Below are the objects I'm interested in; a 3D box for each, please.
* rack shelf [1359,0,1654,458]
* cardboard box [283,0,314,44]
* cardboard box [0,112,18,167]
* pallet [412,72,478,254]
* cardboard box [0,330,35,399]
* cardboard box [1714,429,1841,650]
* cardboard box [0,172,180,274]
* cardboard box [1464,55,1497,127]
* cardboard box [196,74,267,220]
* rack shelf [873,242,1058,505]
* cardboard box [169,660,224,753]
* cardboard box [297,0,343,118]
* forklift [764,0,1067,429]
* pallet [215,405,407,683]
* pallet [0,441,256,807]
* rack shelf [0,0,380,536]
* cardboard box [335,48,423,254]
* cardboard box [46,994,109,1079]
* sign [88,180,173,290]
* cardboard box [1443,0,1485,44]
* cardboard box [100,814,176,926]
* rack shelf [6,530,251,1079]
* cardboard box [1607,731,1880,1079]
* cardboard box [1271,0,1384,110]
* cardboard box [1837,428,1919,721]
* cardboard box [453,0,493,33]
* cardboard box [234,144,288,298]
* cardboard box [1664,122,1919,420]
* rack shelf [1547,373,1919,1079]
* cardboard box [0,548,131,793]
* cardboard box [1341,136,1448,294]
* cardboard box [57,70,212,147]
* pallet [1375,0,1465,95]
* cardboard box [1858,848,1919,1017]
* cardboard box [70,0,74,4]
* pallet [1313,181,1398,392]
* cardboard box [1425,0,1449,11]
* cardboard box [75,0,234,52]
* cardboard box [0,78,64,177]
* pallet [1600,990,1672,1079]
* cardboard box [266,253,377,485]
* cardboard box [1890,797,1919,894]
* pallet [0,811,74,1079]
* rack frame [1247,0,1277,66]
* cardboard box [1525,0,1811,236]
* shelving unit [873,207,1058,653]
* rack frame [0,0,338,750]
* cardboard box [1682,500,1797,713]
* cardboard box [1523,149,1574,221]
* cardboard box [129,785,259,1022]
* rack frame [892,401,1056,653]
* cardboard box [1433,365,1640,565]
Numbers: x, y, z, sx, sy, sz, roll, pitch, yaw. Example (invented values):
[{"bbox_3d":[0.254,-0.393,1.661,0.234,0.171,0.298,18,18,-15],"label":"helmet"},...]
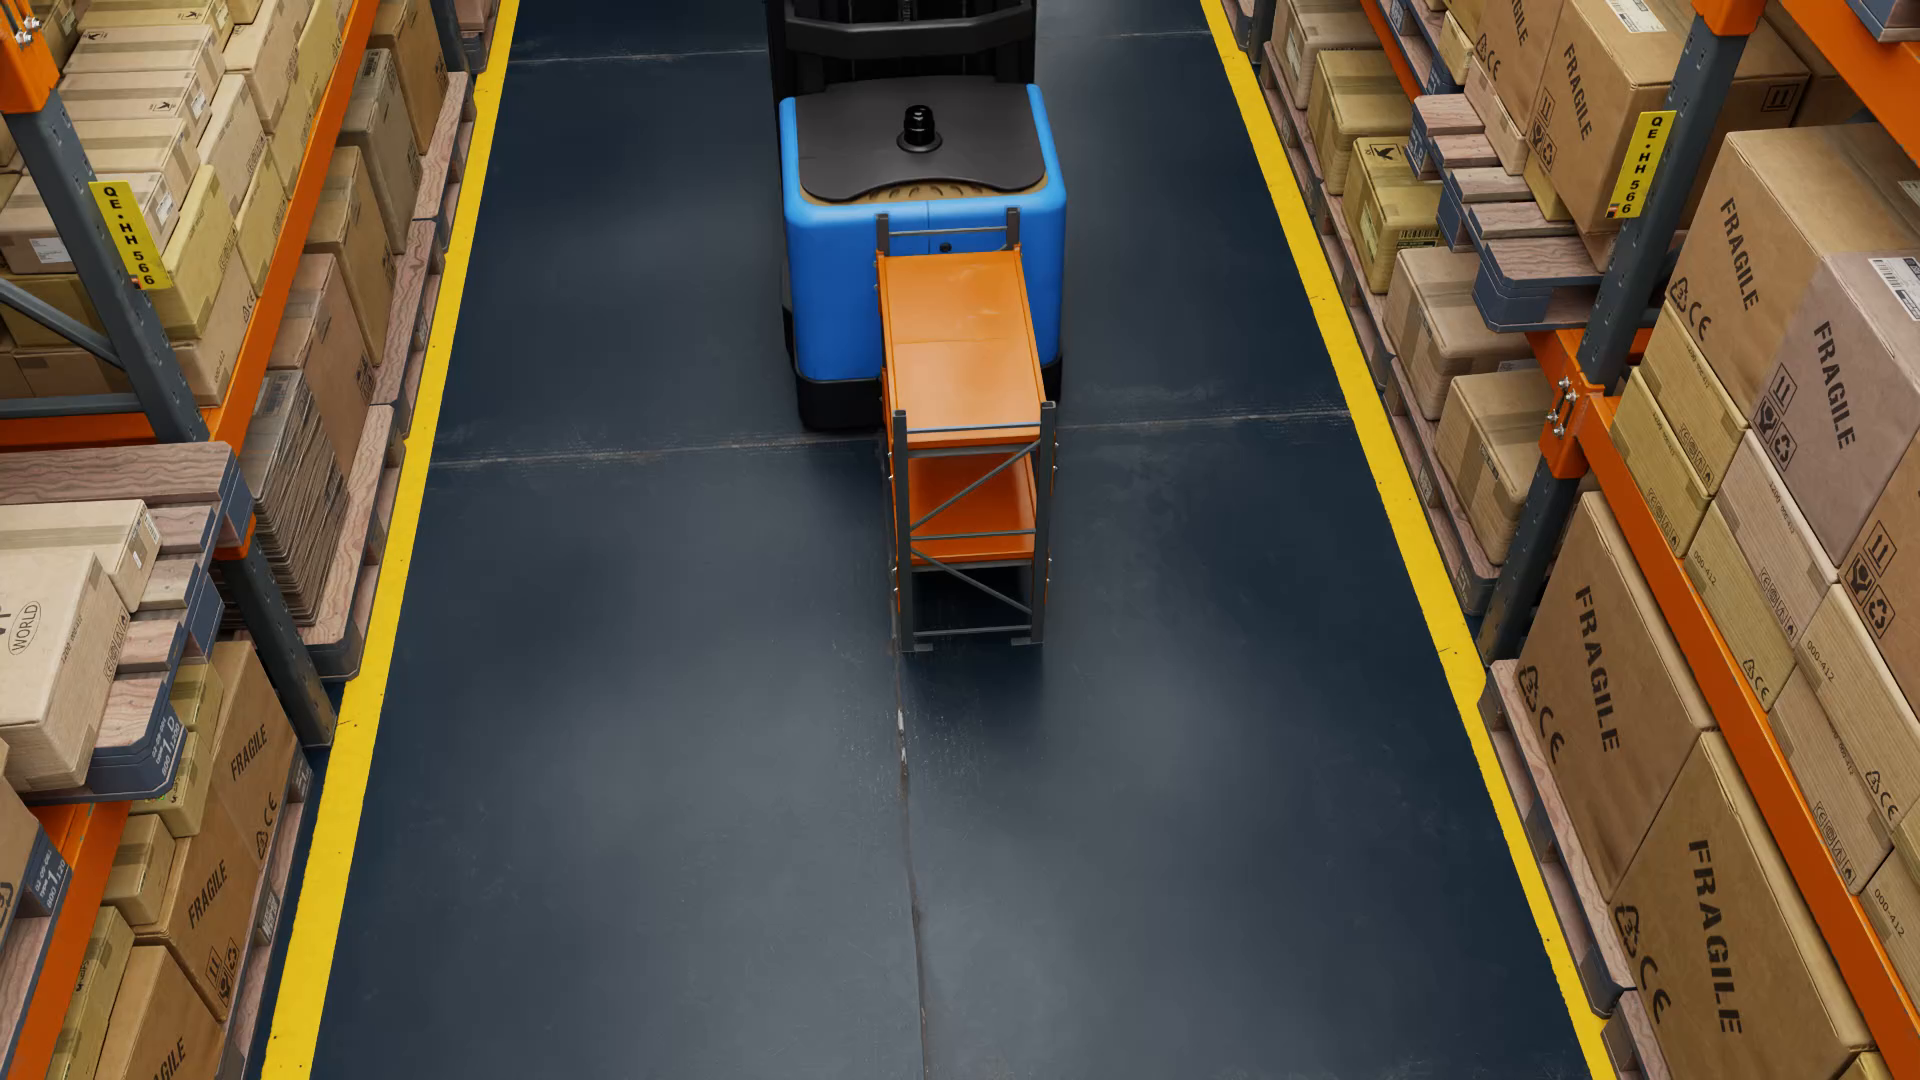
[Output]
[{"bbox_3d":[2.164,-1.852,6.433,1.077,0.370,4.000,-3,47,-3],"label":"rack shelf"},{"bbox_3d":[-2.543,-1.914,5.756,0.500,0.250,0.500,-3,47,-3],"label":"cardboard box"},{"bbox_3d":[-2.938,-1.202,4.807,0.380,0.149,0.250,-4,47,-3],"label":"cardboard box"},{"bbox_3d":[-2.849,-1.752,7.764,1.003,0.211,1.213,-3,47,-3],"label":"pallet"},{"bbox_3d":[-2.907,-0.606,4.861,0.500,0.250,0.500,-4,47,-4],"label":"cardboard box"},{"bbox_3d":[2.170,-0.017,3.959,0.500,0.250,0.500,-2,47,-2],"label":"cardboard box"},{"bbox_3d":[-2.348,-0.854,4.477,0.380,0.149,0.250,-2,47,-2],"label":"cardboard box"},{"bbox_3d":[1.896,-1.485,5.474,0.380,0.149,0.250,-5,47,-5],"label":"cardboard box"},{"bbox_3d":[-2.449,-1.166,5.048,0.500,0.250,0.500,-2,47,-2],"label":"cardboard box"},{"bbox_3d":[0.001,-0.583,5.624,0.538,0.278,1.000,-3,47,-3],"label":"rack shelf"},{"bbox_3d":[-2.321,0.486,4.709,0.380,0.149,0.250,-6,47,-5],"label":"cardboard box"},{"bbox_3d":[-2.537,-1.744,5.939,0.500,0.250,0.500,-2,47,-2],"label":"cardboard box"},{"bbox_3d":[-0.261,-2.522,6.620,1.130,2.935,3.031,-4,47,-4],"label":"forklift"},{"bbox_3d":[-2.645,0.013,6.092,1.003,0.211,1.213,-3,47,-3],"label":"pallet"},{"bbox_3d":[-2.488,0.204,4.123,1.213,0.211,1.003,-3,47,-3],"label":"pallet"},{"bbox_3d":[-2.782,-1.548,6.145,1.077,0.370,4.000,-3,47,-3],"label":"rack shelf"},{"bbox_3d":[-2.838,-1.631,7.075,0.875,0.625,0.625,-4,47,-4],"label":"cardboard box"},{"bbox_3d":[-2.291,1.249,3.987,0.380,0.149,0.250,-4,47,-4],"label":"cardboard box"},{"bbox_3d":[-2.075,-0.759,4.160,0.100,0.325,0.005,-3,47,-3],"label":"sign"},{"bbox_3d":[1.918,-1.984,5.500,0.500,0.500,0.500,-6,47,-6],"label":"cardboard box"},{"bbox_3d":[-2.289,0.875,4.341,0.380,0.149,0.250,-5,47,-5],"label":"cardboard box"},{"bbox_3d":[-2.447,1.346,3.404,1.077,0.370,4.000,-3,47,-3],"label":"rack shelf"},{"bbox_3d":[2.377,1.084,4.331,0.875,0.875,0.875,-3,47,-3],"label":"cardboard box"},{"bbox_3d":[2.043,-2.408,7.985,0.950,0.372,0.625,-3,47,-3],"label":"cardboard box"},{"bbox_3d":[2.208,0.075,3.356,0.500,0.500,0.500,-2,47,-2],"label":"cardboard box"},{"bbox_3d":[-2.660,-2.811,8.451,0.500,0.250,0.500,-3,47,-3],"label":"cardboard box"},{"bbox_3d":[-2.446,-0.996,5.231,0.500,0.250,0.500,-4,47,-4],"label":"cardboard box"},{"bbox_3d":[2.129,-0.659,4.050,0.500,0.500,0.500,-5,47,-5],"label":"cardboard box"},{"bbox_3d":[2.499,1.042,3.693,1.077,0.370,4.000,-3,47,-3],"label":"rack shelf"},{"bbox_3d":[-2.204,0.303,3.711,0.500,0.250,0.500,-5,47,-5],"label":"cardboard box"},{"bbox_3d":[2.166,-1.385,7.016,0.950,0.372,0.625,-2,47,-2],"label":"cardboard box"},{"bbox_3d":[-2.419,-1.231,4.835,0.380,0.149,0.250,-2,47,-2],"label":"cardboard box"},{"bbox_3d":[2.125,-2.016,6.226,1.003,0.211,1.213,-3,47,-3],"label":"pallet"},{"bbox_3d":[2.265,0.876,3.458,0.500,0.250,0.500,-3,47,-3],"label":"cardboard box"},{"bbox_3d":[-3.076,-1.745,5.321,0.380,0.149,0.250,-4,47,-4],"label":"cardboard box"},{"bbox_3d":[2.168,-1.140,7.184,1.003,0.211,1.213,-3,47,-3],"label":"pallet"},{"bbox_3d":[1.861,-2.049,6.009,0.380,0.149,0.250,-5,47,-5],"label":"cardboard box"},{"bbox_3d":[-2.504,-1.600,5.183,0.380,0.149,0.250,-3,47,-3],"label":"cardboard box"},{"bbox_3d":[-2.974,-1.146,5.029,0.500,0.250,0.500,-3,47,-3],"label":"cardboard box"},{"bbox_3d":[2.421,1.762,4.436,1.003,0.211,1.213,-3,47,-3],"label":"pallet"},{"bbox_3d":[-2.716,-0.600,6.099,0.875,0.625,0.625,-2,47,-2],"label":"cardboard box"},{"bbox_3d":[2.228,0.712,3.269,0.500,0.250,0.500,-3,47,-3],"label":"cardboard box"},{"bbox_3d":[-2.447,1.125,3.251,1.003,0.211,1.213,-3,47,-3],"label":"pallet"},{"bbox_3d":[1.996,-3.546,7.543,1.000,3.000,0.127,-3,47,-3],"label":"rack frame"},{"bbox_3d":[2.016,-1.245,4.801,0.500,0.500,0.500,-5,47,-4],"label":"cardboard box"},{"bbox_3d":[0.001,-0.382,5.837,0.538,1.125,1.048,-3,47,-3],"label":"shelving unit"},{"bbox_3d":[-2.615,-0.348,4.514,1.000,3.000,0.127,-3,47,-3],"label":"rack frame"},{"bbox_3d":[2.182,0.139,4.156,0.500,0.250,0.500,-5,47,-4],"label":"cardboard box"},{"bbox_3d":[1.975,-1.123,5.131,0.380,0.149,0.250,-3,47,-3],"label":"cardboard box"},{"bbox_3d":[-2.334,1.023,4.648,0.500,0.500,0.500,-4,47,-4],"label":"cardboard box"},{"bbox_3d":[0.043,-0.014,5.489,0.500,1.125,0.032,-3,47,-3],"label":"rack frame"},{"bbox_3d":[2.294,-0.302,5.991,0.950,0.372,0.625,-6,47,-6],"label":"cardboard box"}]
